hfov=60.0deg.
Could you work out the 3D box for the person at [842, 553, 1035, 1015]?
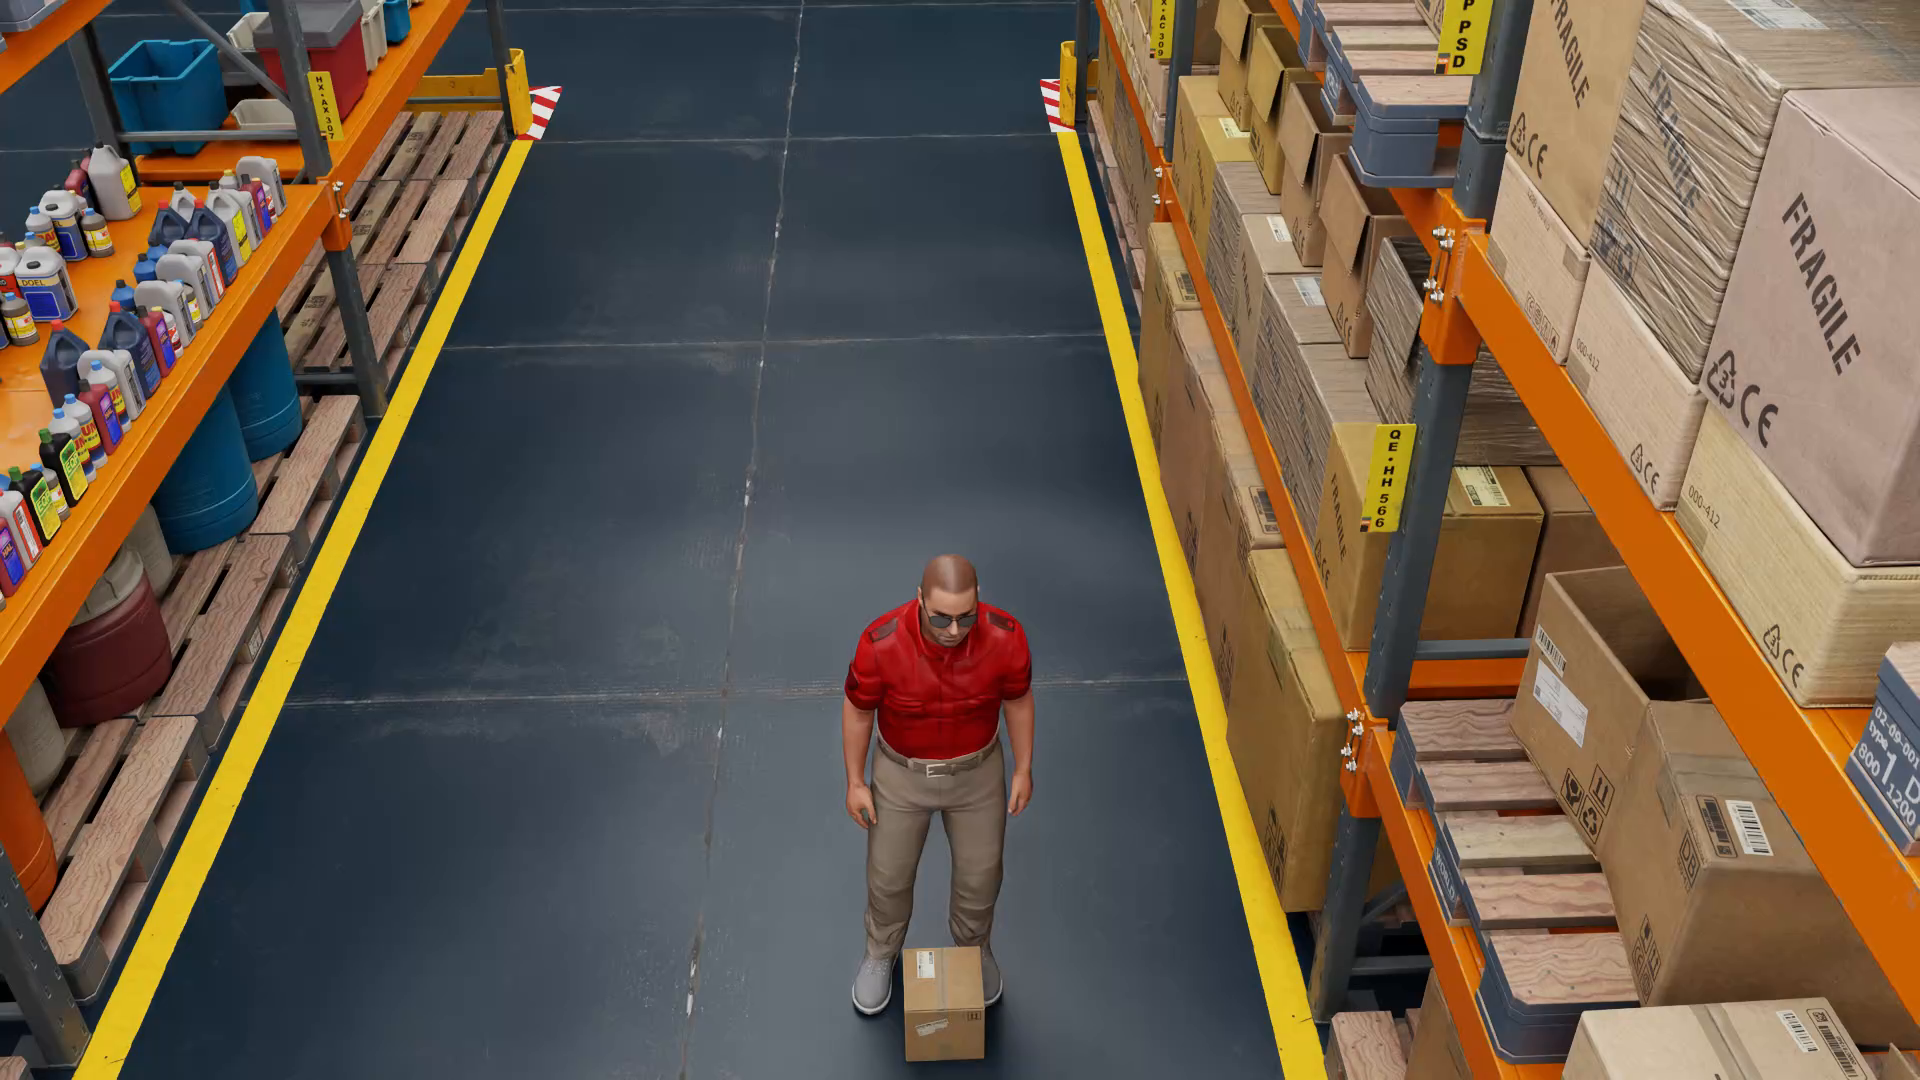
[{"bbox_3d":[-0.067,0.733,5.112,0.603,1.726,0.394,-4,35,-5],"label":"person"}]
